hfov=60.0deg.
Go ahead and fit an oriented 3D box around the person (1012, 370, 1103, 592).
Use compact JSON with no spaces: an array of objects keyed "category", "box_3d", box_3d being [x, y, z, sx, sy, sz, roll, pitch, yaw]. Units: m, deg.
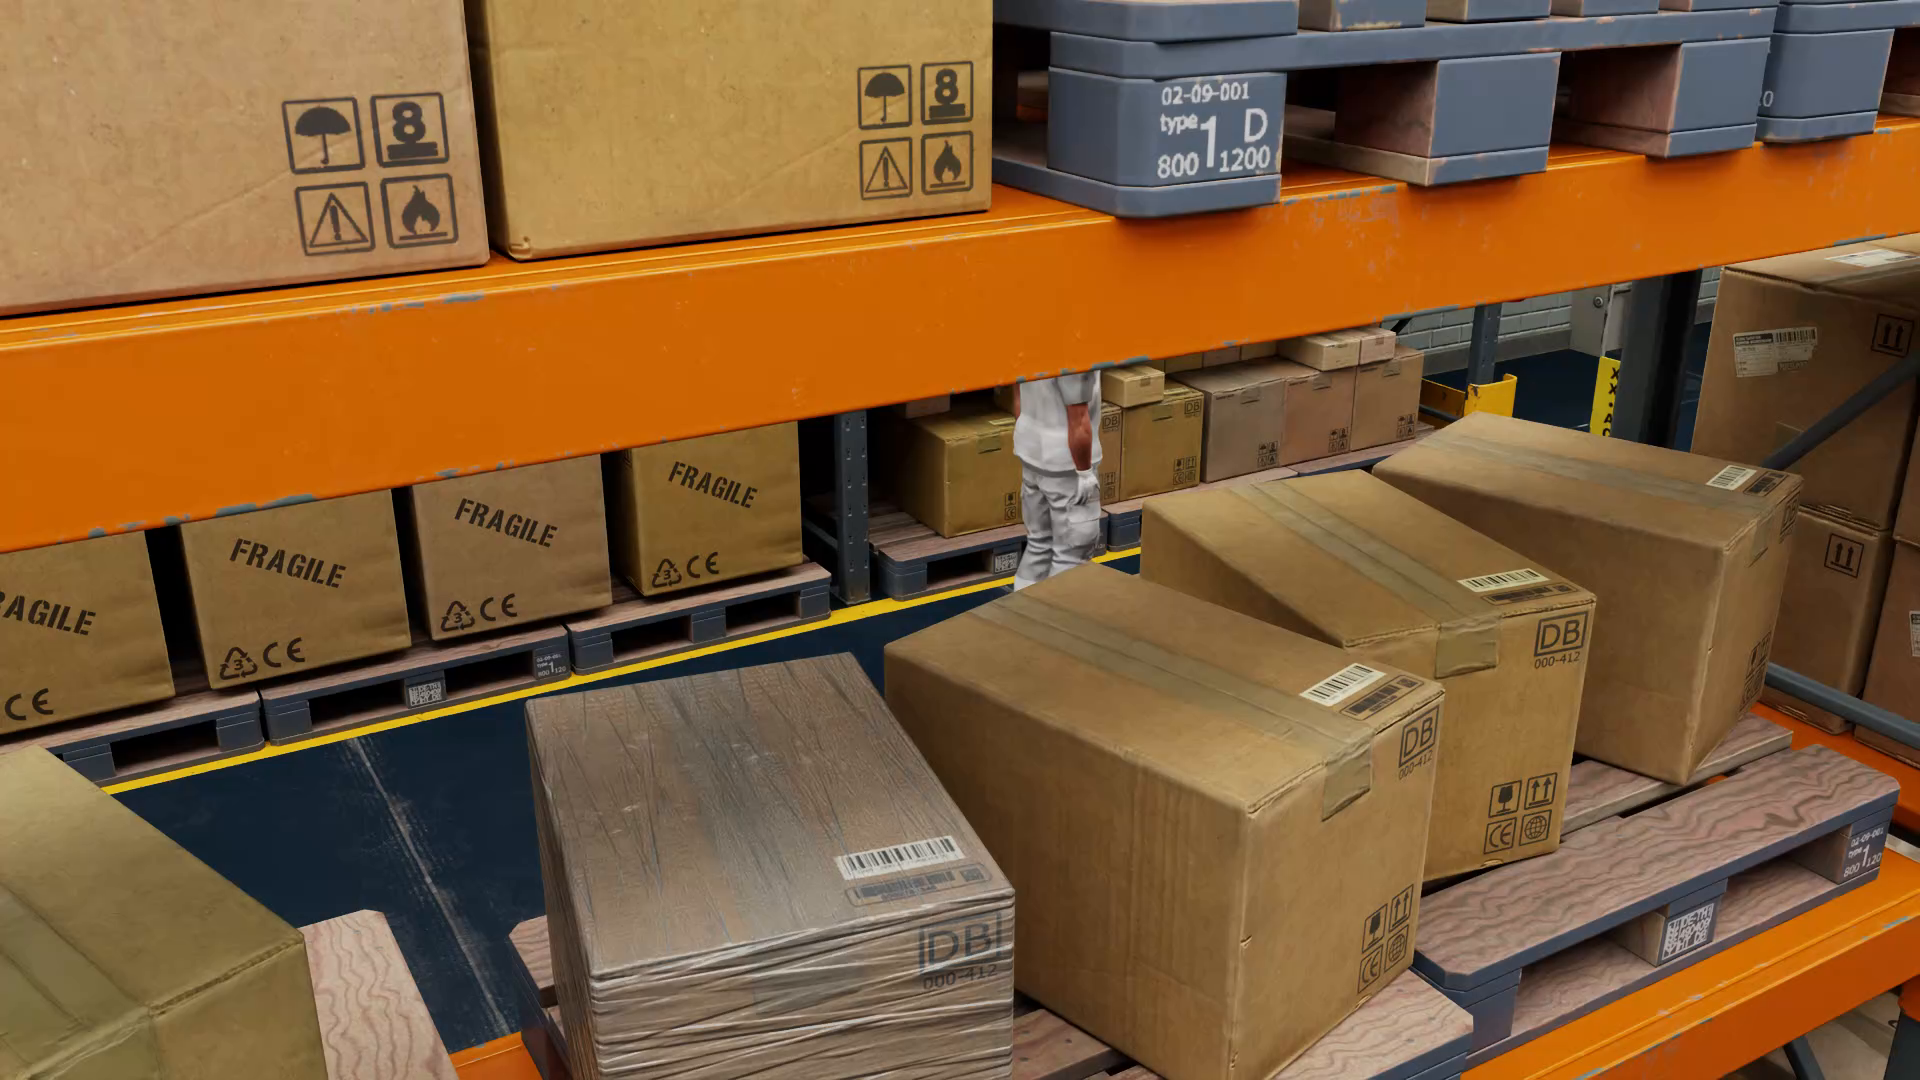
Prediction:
[{"category":"person","box_3d":[0.398,-0.318,6.862,0.342,1.784,0.525,-12,24,-27]}]
